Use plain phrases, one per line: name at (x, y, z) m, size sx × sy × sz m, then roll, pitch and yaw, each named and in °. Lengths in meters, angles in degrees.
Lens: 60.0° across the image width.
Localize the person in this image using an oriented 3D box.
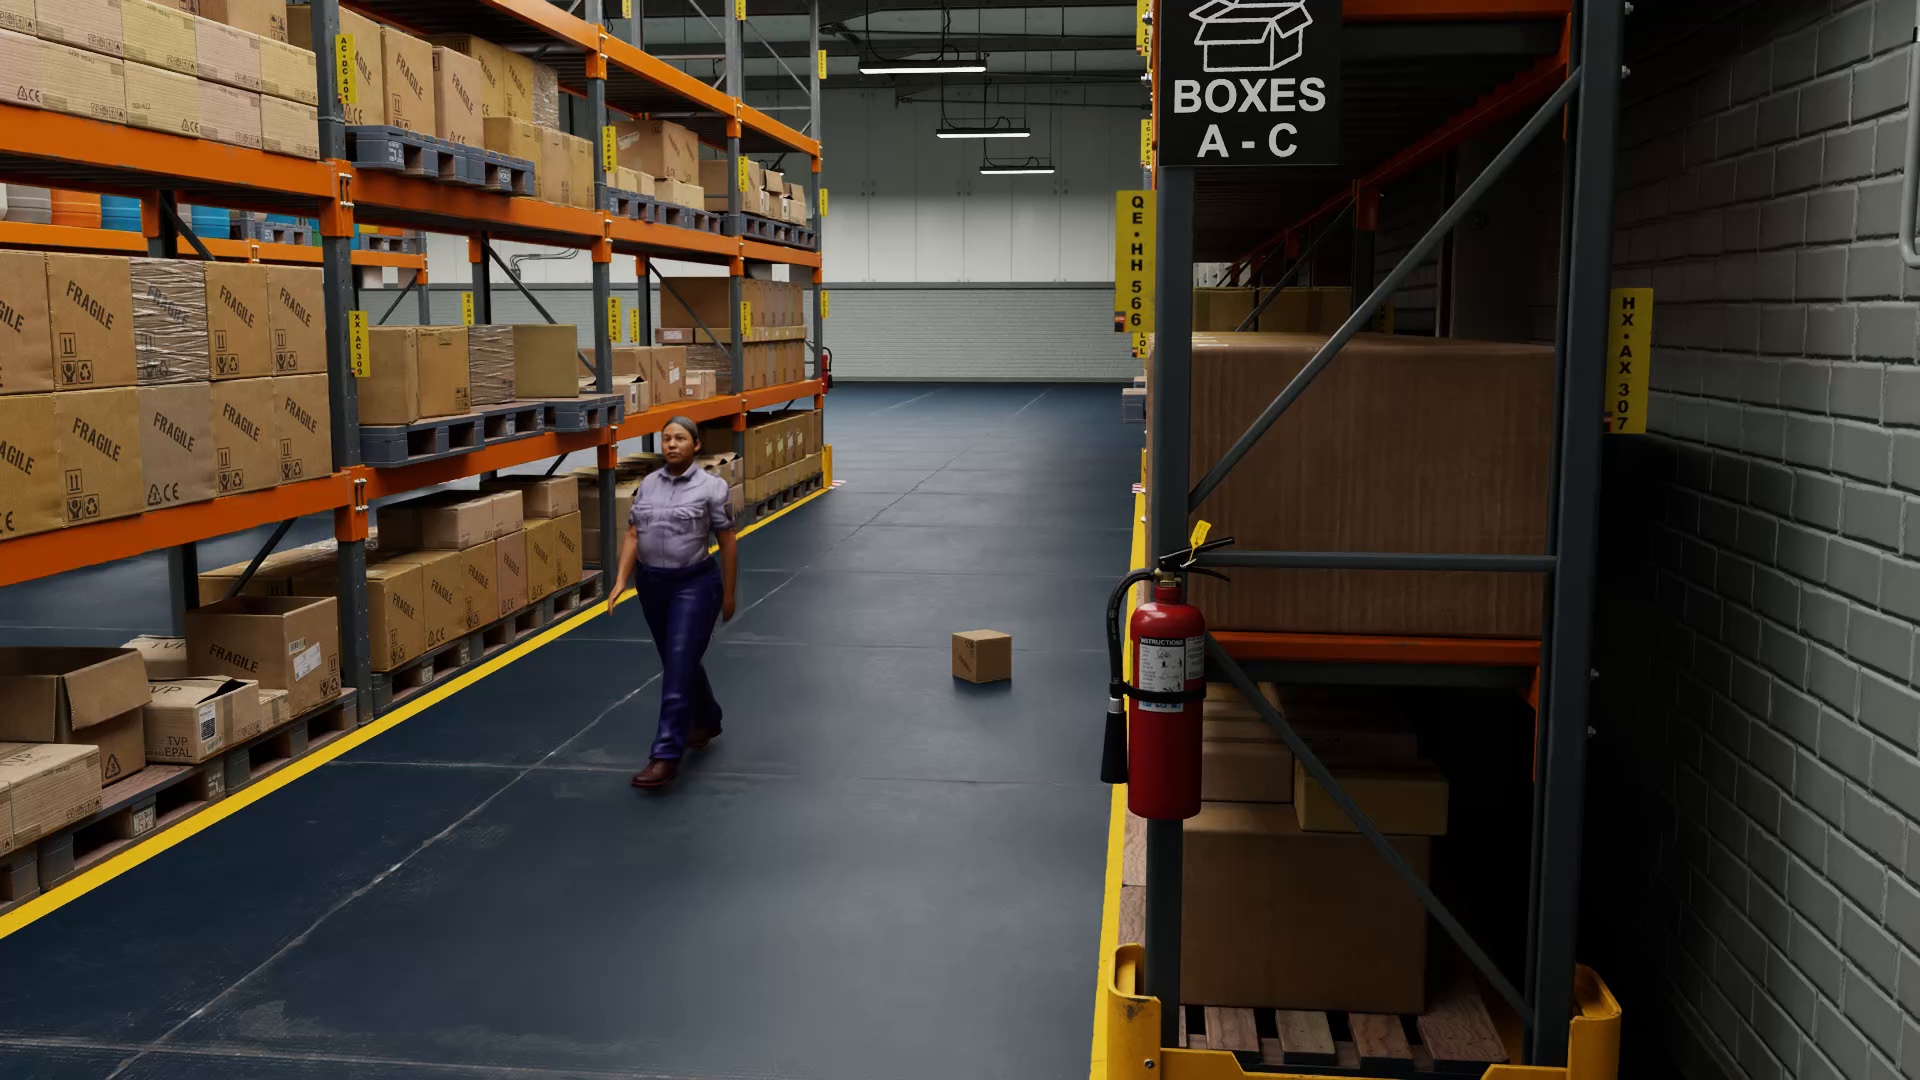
person at (-1.323, 0.242, 7.539) m, size 0.477 × 1.573 × 0.975 m, roll 3°, pitch 8°, yaw 24°
